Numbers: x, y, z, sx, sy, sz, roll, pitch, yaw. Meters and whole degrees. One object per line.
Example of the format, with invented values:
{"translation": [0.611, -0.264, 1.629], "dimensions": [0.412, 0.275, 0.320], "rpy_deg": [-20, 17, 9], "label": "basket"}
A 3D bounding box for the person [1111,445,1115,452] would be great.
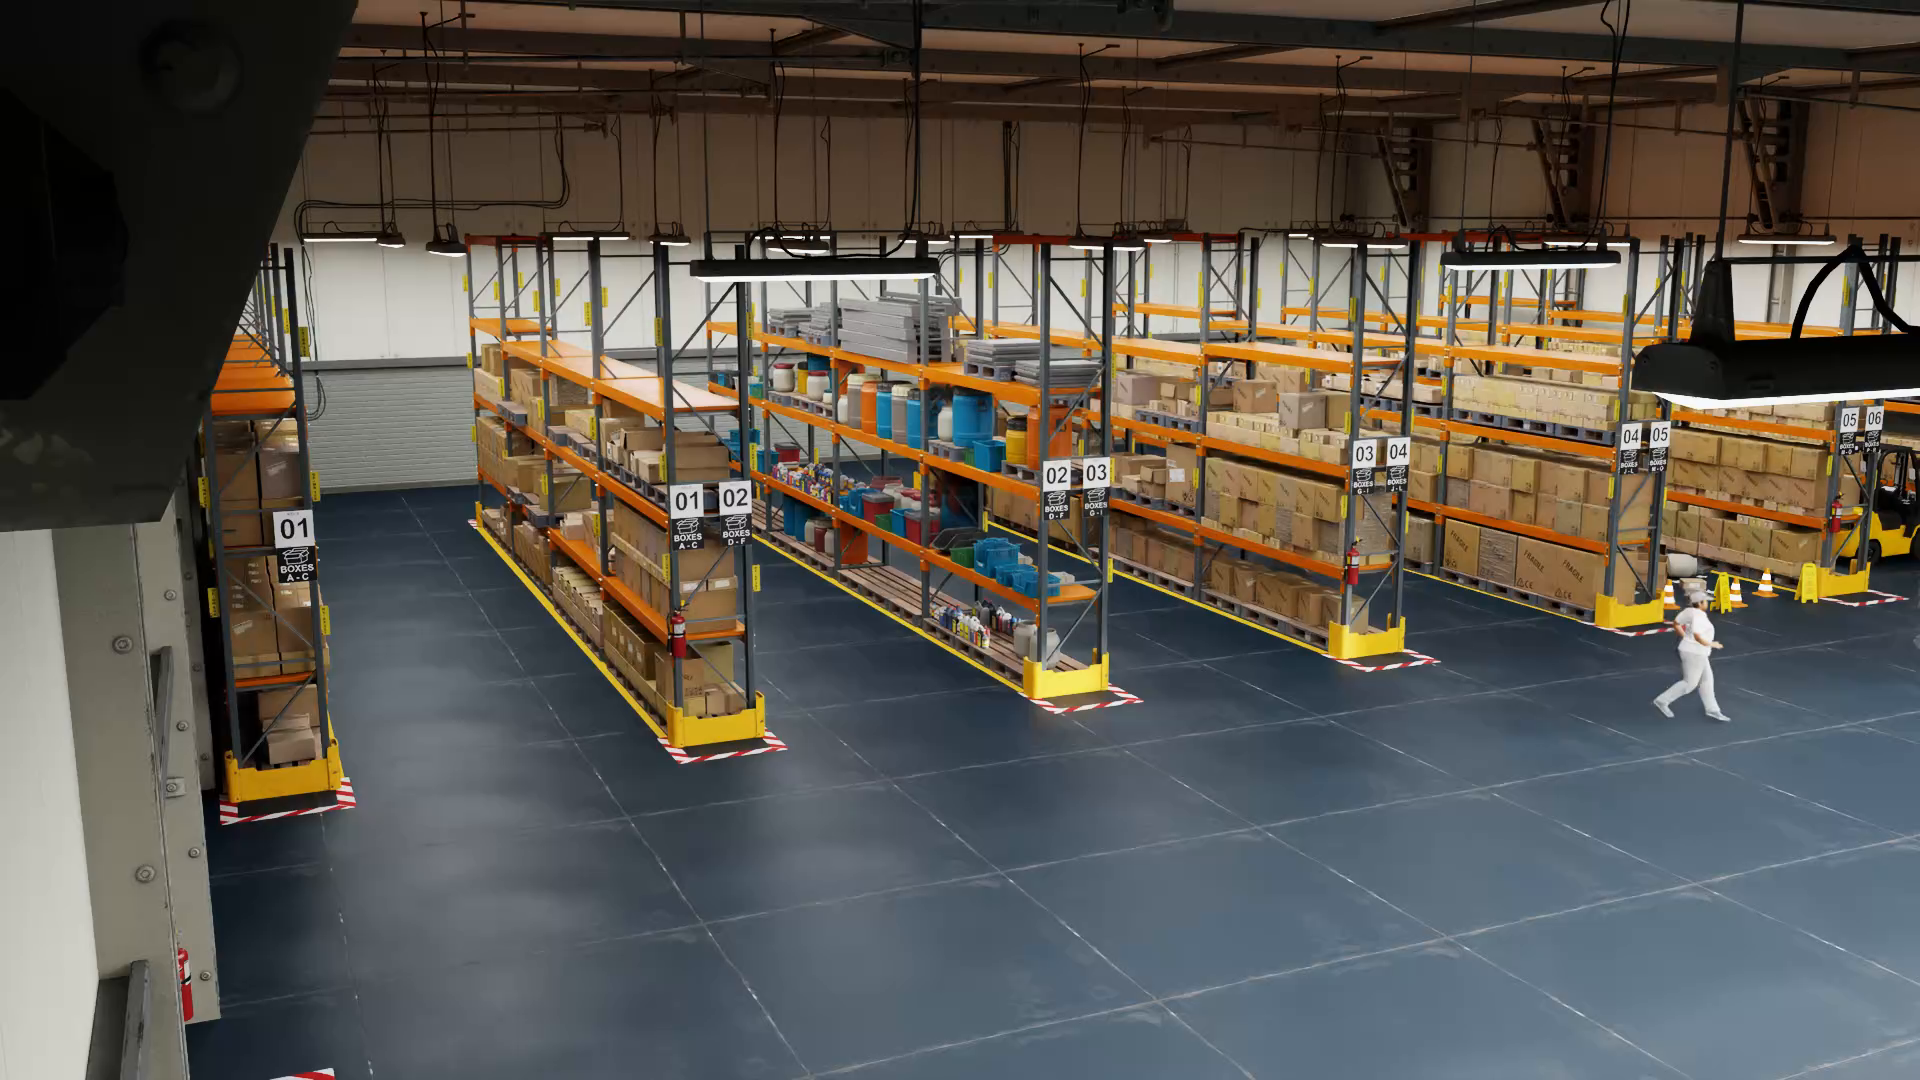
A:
{"translation": [3.177, -1.465, 36.072], "dimensions": [0.657, 1.771, 0.810], "rpy_deg": [-8, 14, -36], "label": "person"}

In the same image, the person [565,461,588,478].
{"translation": [-8.204, -1.292, 35.526], "dimensions": [0.621, 1.641, 0.621], "rpy_deg": [6, 13, 30], "label": "person"}

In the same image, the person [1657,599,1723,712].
{"translation": [9.308, 1.435, 21.151], "dimensions": [0.790, 1.553, 0.611], "rpy_deg": [3, 11, 13], "label": "person"}

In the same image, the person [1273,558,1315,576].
{"translation": [6.047, -0.126, 30.006], "dimensions": [0.552, 1.499, 0.916], "rpy_deg": [-10, 15, -42], "label": "person"}
